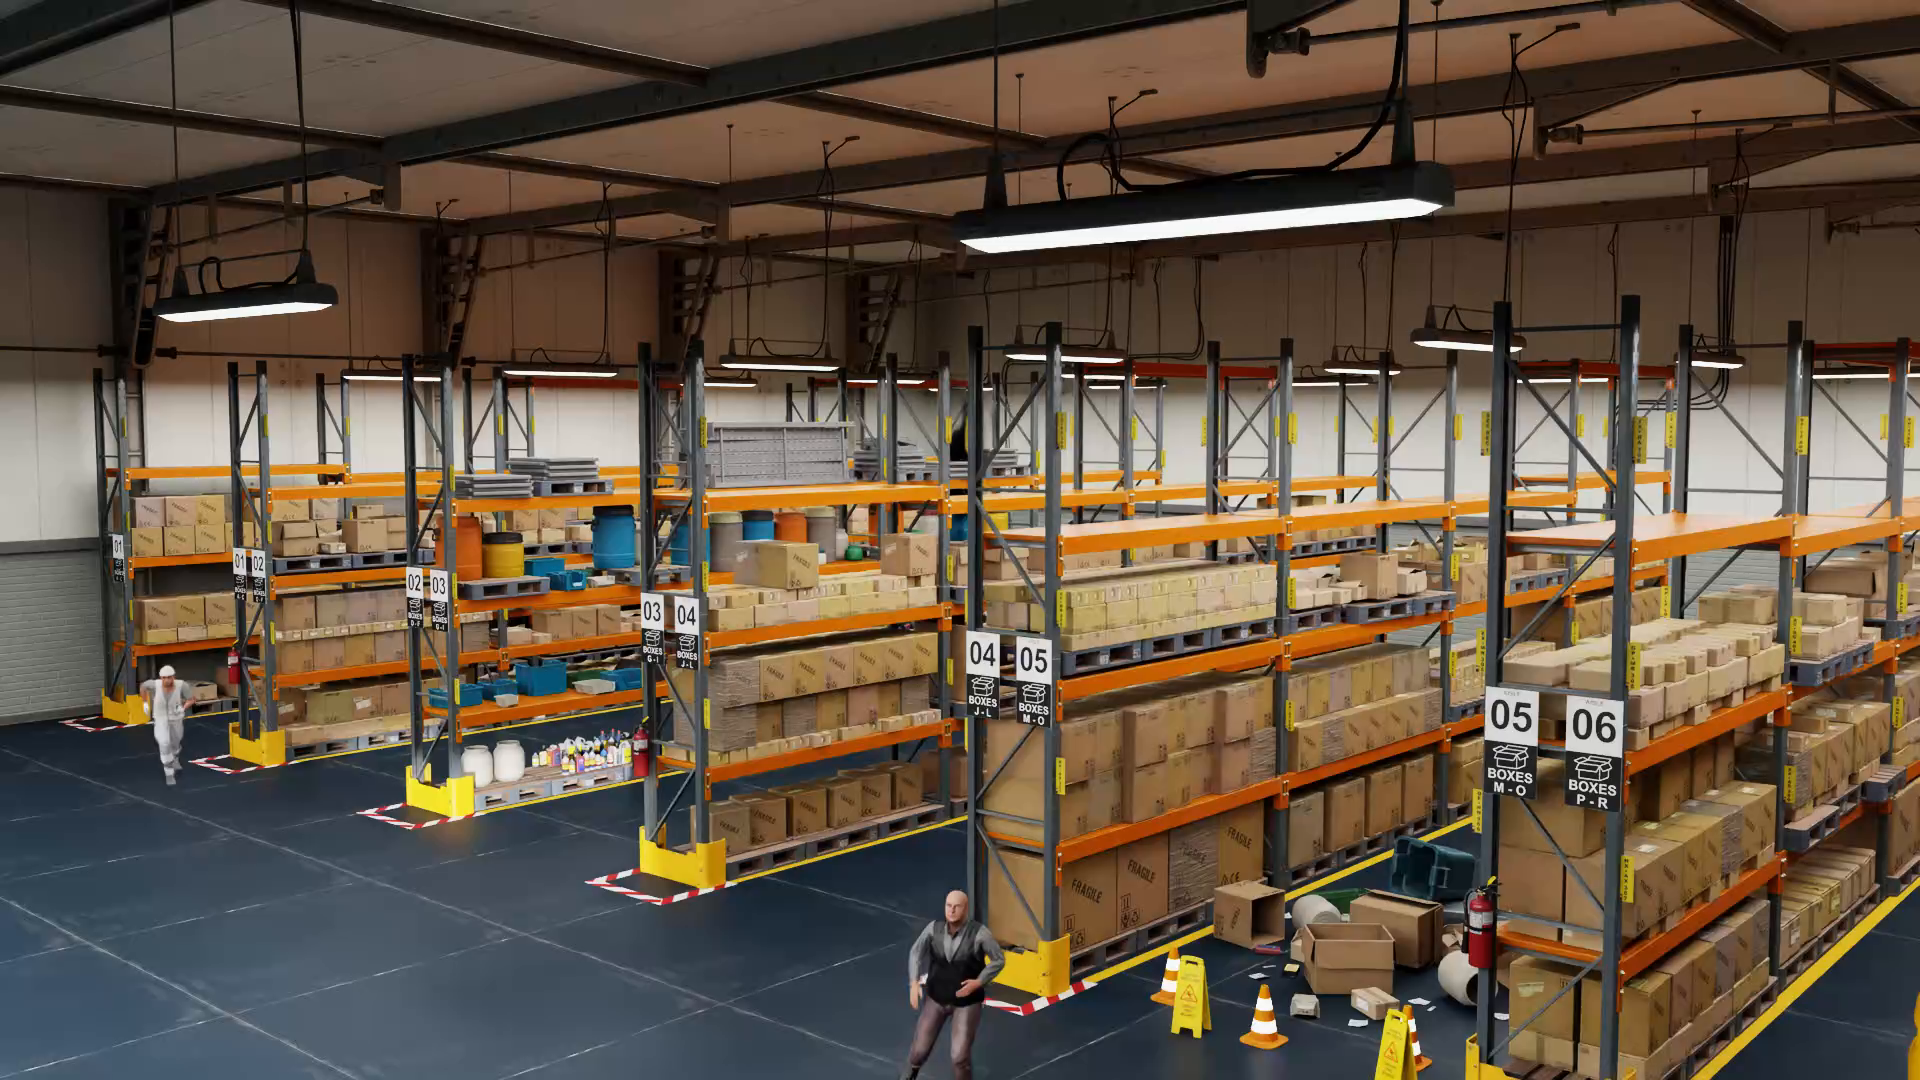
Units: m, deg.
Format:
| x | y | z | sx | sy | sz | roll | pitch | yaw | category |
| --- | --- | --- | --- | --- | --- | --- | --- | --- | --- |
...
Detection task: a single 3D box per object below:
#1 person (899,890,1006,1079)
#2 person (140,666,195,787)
| x | y | z | sx | sy | sz | roll | pitch | yaw | category |
| --- | --- | --- | --- | --- | --- | --- | --- | --- | --- |
| -0.076 | 3.440 | 12.398 | 0.842 | 1.714 | 0.625 | 1 | 4 | 10 | person |
| -11.266 | 2.602 | 23.686 | 0.705 | 1.732 | 1.057 | -2 | 5 | -22 | person |
